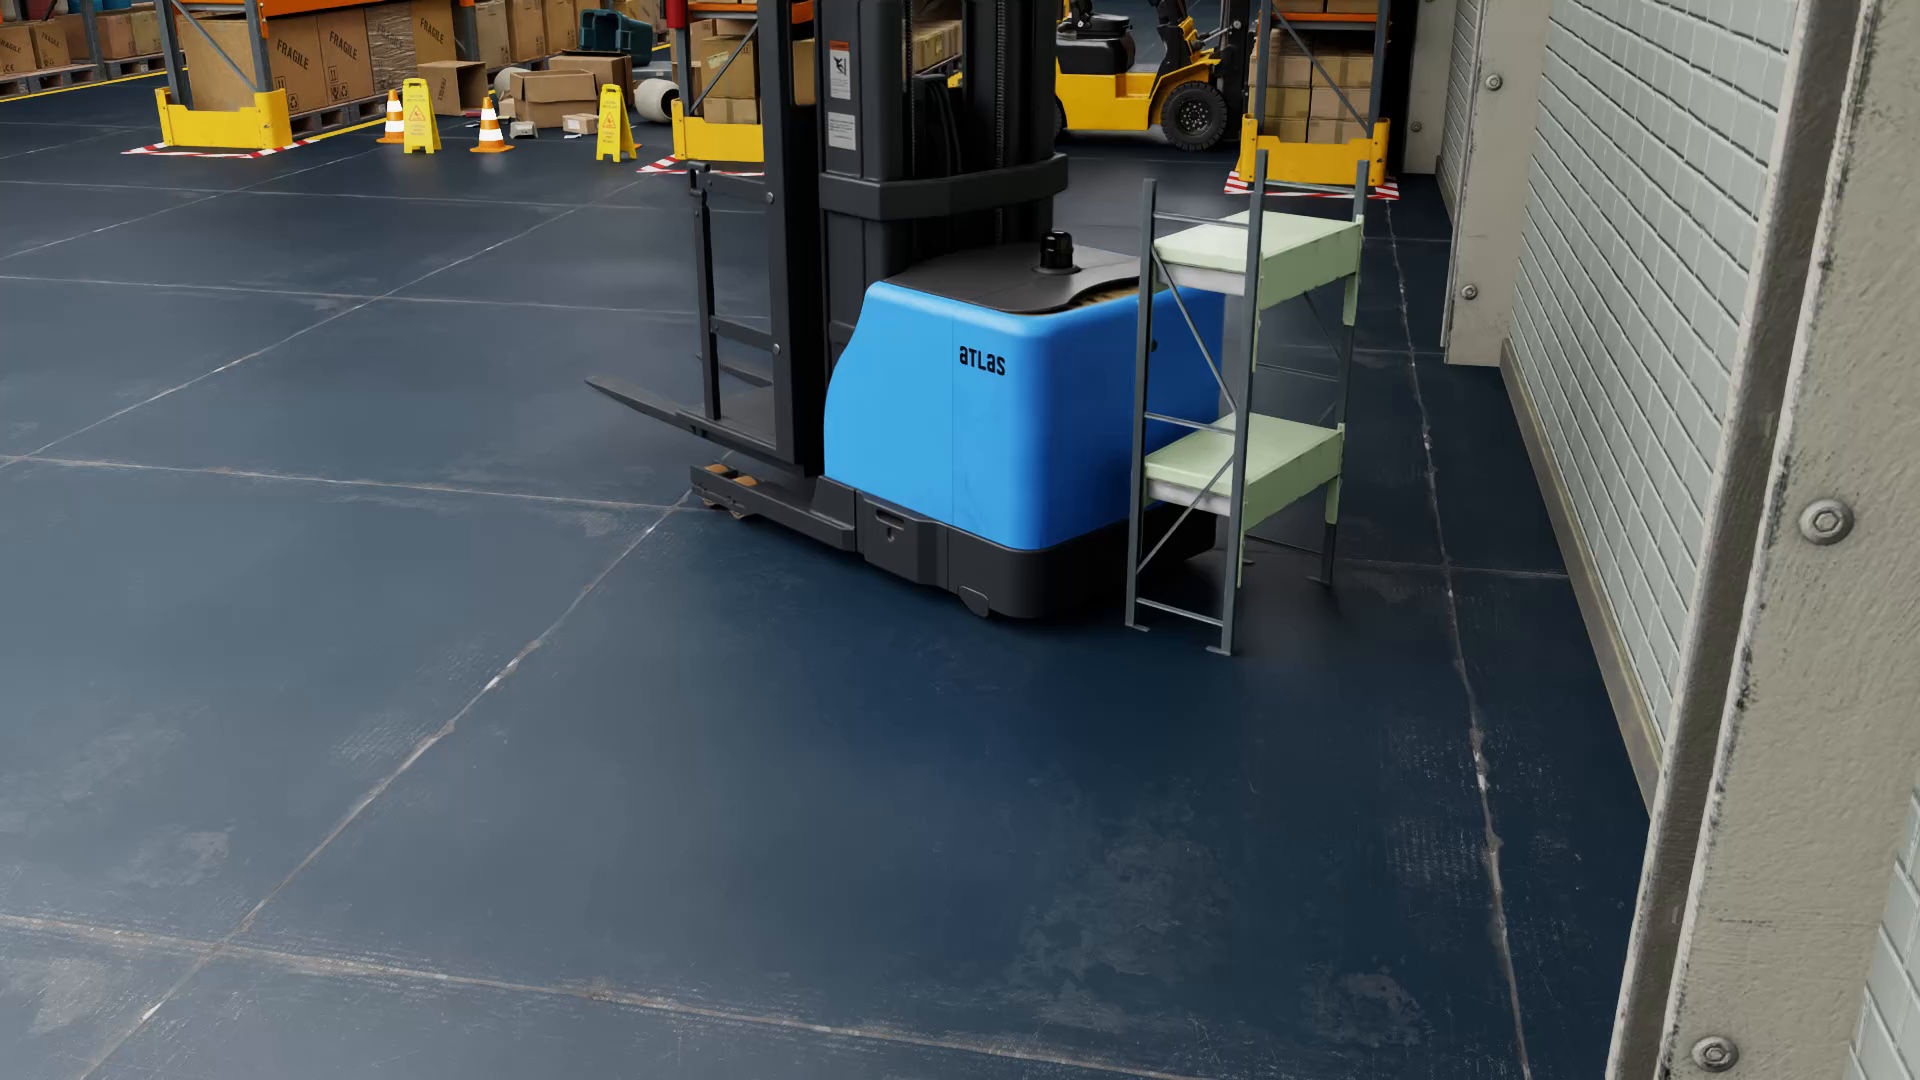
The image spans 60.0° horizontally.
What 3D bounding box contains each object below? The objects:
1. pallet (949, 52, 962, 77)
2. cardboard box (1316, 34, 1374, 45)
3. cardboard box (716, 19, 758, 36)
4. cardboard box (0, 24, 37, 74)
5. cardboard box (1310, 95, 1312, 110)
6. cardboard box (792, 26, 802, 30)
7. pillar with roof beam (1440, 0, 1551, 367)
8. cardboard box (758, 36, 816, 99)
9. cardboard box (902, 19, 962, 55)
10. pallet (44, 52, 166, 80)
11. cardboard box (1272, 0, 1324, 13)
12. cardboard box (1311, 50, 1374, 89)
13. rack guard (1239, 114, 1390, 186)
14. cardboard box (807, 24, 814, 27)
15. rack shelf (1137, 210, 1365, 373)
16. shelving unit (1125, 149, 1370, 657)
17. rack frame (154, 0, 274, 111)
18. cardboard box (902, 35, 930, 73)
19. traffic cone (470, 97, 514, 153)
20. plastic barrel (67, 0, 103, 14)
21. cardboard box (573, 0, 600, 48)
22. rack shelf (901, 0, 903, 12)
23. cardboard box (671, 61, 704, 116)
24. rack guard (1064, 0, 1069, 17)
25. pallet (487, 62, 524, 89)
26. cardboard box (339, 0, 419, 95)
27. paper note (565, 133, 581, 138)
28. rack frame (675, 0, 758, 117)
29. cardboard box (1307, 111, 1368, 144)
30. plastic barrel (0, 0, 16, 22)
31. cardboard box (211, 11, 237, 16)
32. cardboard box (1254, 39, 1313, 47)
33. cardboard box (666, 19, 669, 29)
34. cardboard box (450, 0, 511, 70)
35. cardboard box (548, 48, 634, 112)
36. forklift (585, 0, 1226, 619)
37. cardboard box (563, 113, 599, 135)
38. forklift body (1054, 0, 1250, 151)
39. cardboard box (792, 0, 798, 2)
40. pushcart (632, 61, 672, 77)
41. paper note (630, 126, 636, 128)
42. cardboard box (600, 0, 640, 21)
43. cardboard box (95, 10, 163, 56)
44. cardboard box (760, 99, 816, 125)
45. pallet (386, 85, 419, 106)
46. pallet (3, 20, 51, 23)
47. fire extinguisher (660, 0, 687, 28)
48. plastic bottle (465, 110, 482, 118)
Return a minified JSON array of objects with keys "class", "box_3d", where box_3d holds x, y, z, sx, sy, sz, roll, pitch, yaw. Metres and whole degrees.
[{"class":"pallet","box_3d":[-0.482,-6.099,21.215,1.003,0.211,1.213,4,22,11]},{"class":"cardboard box","box_3d":[3.512,-4.472,15.222,0.500,0.250,0.500,4,22,10]},{"class":"cardboard box","box_3d":[-2.036,-4.773,15.436,0.380,0.149,0.250,5,22,12]},{"class":"cardboard box","box_3d":[-11.069,-5.653,19.158,0.500,0.500,0.500,12,25,28]},{"class":"cardboard box","box_3d":[3.297,-3.867,14.390,0.500,0.250,0.500,4,22,10]},{"class":"cardboard box","box_3d":[-1.833,-4.708,16.143,0.500,0.500,0.500,4,22,10]},{"class":"pillar with roof beam","box_3d":[-1.508,-5.478,7.910,9.100,9.000,0.400,4,22,11]},{"class":"cardboard box","box_3d":[-1.514,-4.302,15.136,0.500,0.500,0.500,4,22,9]},{"class":"cardboard box","box_3d":[-0.446,-6.448,21.305,0.950,0.372,0.625,3,22,7]},{"class":"pallet","box_3d":[-10.682,-5.962,20.875,1.003,0.211,1.213,4,22,11]},{"class":"cardboard box","box_3d":[2.750,-4.622,13.681,0.500,0.500,0.500,4,22,10]},{"class":"cardboard box","box_3d":[3.190,-3.920,13.852,0.500,0.250,0.500,4,22,10]},{"class":"rack guard","box_3d":[2.901,-3.207,13.648,1.175,0.500,0.348,4,22,11]},{"class":"cardboard box","box_3d":[-1.201,-4.873,16.553,0.500,0.500,0.500,6,23,14]},{"class":"rack shelf","box_3d":[0.946,-0.834,5.372,0.431,0.370,0.720,16,27,34]},{"class":"shelving unit","box_3d":[0.946,-0.472,5.518,0.431,1.500,0.755,16,27,34]},{"class":"rack frame","box_3d":[-6.820,-5.093,14.984,1.000,3.000,0.127,4,22,11]},{"class":"cardboard box","box_3d":[-0.890,-5.647,19.314,0.950,0.372,0.625,6,23,14]},{"class":"traffic cone","box_3d":[-4.285,-3.792,15.149,0.336,0.463,0.334,4,22,11]},{"class":"plastic barrel","box_3d":[-14.328,-9.039,27.029,0.600,0.901,0.708,4,22,11]},{"class":"cardboard box","box_3d":[-5.400,-6.954,22.055,1.050,0.750,0.750,4,22,10]},{"class":"rack shelf","box_3d":[-0.729,-6.613,19.722,1.077,0.370,4.000,4,22,11]},{"class":"cardboard box","box_3d":[-2.688,-4.769,17.522,0.500,0.500,0.500,-16,27,-35]},{"class":"rack guard","box_3d":[1.316,-9.453,29.157,1.175,0.500,0.348,4,22,11]},{"class":"pallet","box_3d":[-5.920,-5.550,19.852,1.003,0.211,1.213,4,22,11]},{"class":"cardboard box","box_3d":[-6.381,-5.210,17.558,0.875,0.875,0.875,5,22,11]},{"class":"paper note","box_3d":[-3.710,-3.873,15.929,0.148,0.019,0.142,-3,22,-8]},{"class":"rack frame","box_3d":[-1.954,-4.753,14.139,1.000,3.000,0.127,4,22,11]},{"class":"cardboard box","box_3d":[3.198,-3.460,14.047,0.500,0.250,0.500,5,22,11]},{"class":"plastic barrel","box_3d":[-14.761,-8.246,25.580,0.421,0.512,0.421,0,22,0]},{"class":"cardboard box","box_3d":[-10.241,-7.028,22.546,0.700,0.500,0.500,3,22,6]},{"class":"cardboard box","box_3d":[2.887,-4.323,14.853,0.500,0.250,0.500,5,22,12]},{"class":"cardboard box","box_3d":[-4.490,-7.852,24.619,0.500,0.500,0.500,4,22,10]},{"class":"cardboard box","box_3d":[-5.965,-5.941,19.539,1.050,0.750,0.750,4,22,11]},{"class":"cardboard box","box_3d":[-3.891,-4.836,17.505,0.797,0.637,0.503,4,22,11]},{"class":"forklift","box_3d":[-0.434,-1.561,6.305,1.130,2.935,3.031,-19,29,-39]},{"class":"cardboard box","box_3d":[-3.664,-4.063,16.244,0.380,0.149,0.250,18,28,38]},{"class":"forklift body","box_3d":[1.507,-4.814,15.429,2.313,2.155,1.214,4,22,11]},{"class":"cardboard box","box_3d":[-1.644,-4.838,14.687,0.380,0.149,0.250,5,22,12]},{"class":"pushcart","box_3d":[-3.380,-5.155,18.647,1.648,0.377,0.936,-3,22,-8]},{"class":"paper note","box_3d":[-3.252,-4.116,16.559,0.032,0.001,0.123,4,22,11]},{"class":"cardboard box","box_3d":[-4.794,-7.293,23.231,0.500,0.500,0.500,4,22,9]},{"class":"cardboard box","box_3d":[-10.577,-6.411,21.015,0.700,0.500,0.500,4,22,11]},{"class":"cardboard box","box_3d":[-1.518,-3.946,15.254,0.500,0.250,0.500,4,22,10]},{"class":"pallet","box_3d":[-6.236,-4.990,18.462,1.003,0.211,1.213,4,22,11]},{"class":"pallet","box_3d":[-14.752,-7.809,25.462,1.003,0.211,1.213,4,22,11]},{"class":"fire extinguisher","box_3d":[-2.428,-4.710,14.137,0.296,0.674,0.183,4,22,11]},{"class":"plastic bottle","box_3d":[-4.978,-4.426,17.261,0.283,0.061,0.133,-3,22,-8]}]
